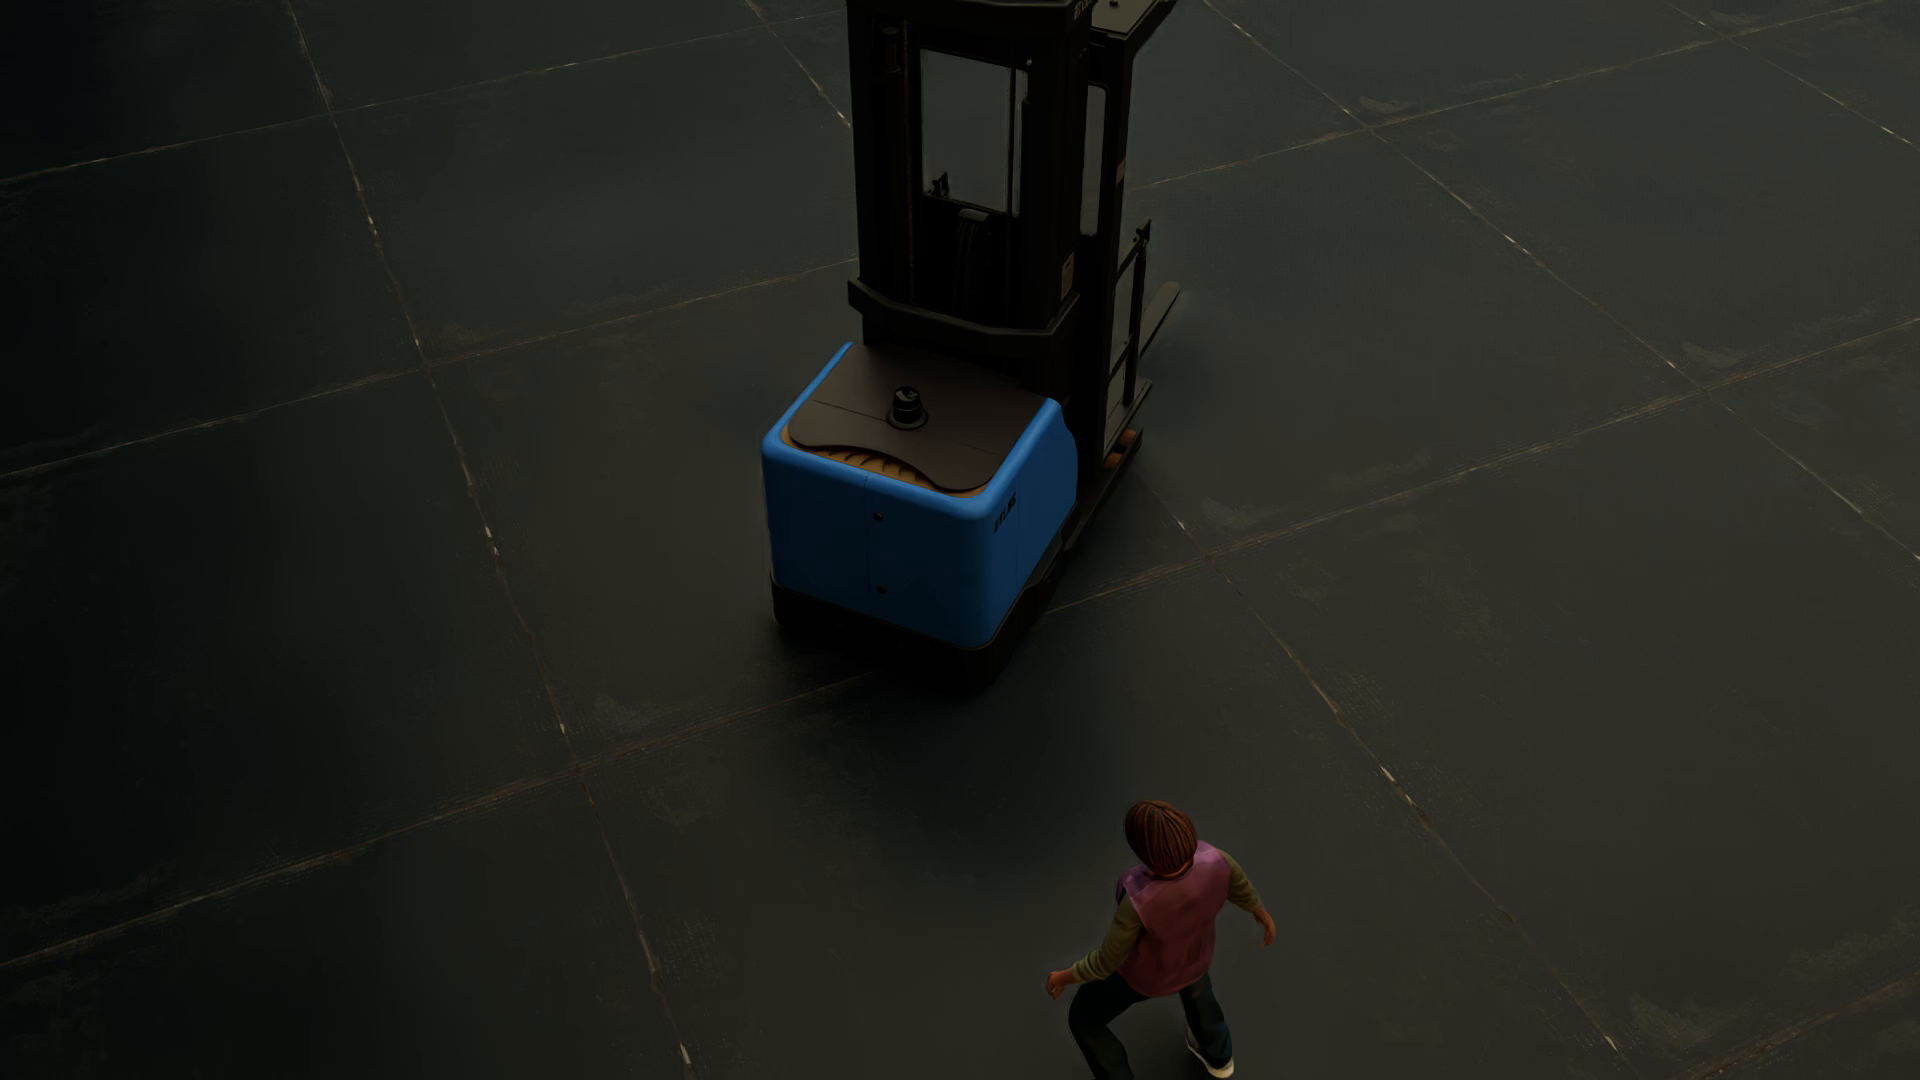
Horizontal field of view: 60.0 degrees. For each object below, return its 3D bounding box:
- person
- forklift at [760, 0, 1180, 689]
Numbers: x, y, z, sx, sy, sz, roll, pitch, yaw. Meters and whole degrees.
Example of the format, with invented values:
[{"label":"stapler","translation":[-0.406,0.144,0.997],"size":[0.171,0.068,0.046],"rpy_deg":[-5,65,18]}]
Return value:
[{"label":"person","translation":[0.659,1.309,5.335],"size":[0.746,1.505,0.459],"rpy_deg":[-18,46,-18]},{"label":"forklift","translation":[0.252,-1.451,7.235],"size":[1.130,2.935,3.031],"rpy_deg":[17,46,18]}]
